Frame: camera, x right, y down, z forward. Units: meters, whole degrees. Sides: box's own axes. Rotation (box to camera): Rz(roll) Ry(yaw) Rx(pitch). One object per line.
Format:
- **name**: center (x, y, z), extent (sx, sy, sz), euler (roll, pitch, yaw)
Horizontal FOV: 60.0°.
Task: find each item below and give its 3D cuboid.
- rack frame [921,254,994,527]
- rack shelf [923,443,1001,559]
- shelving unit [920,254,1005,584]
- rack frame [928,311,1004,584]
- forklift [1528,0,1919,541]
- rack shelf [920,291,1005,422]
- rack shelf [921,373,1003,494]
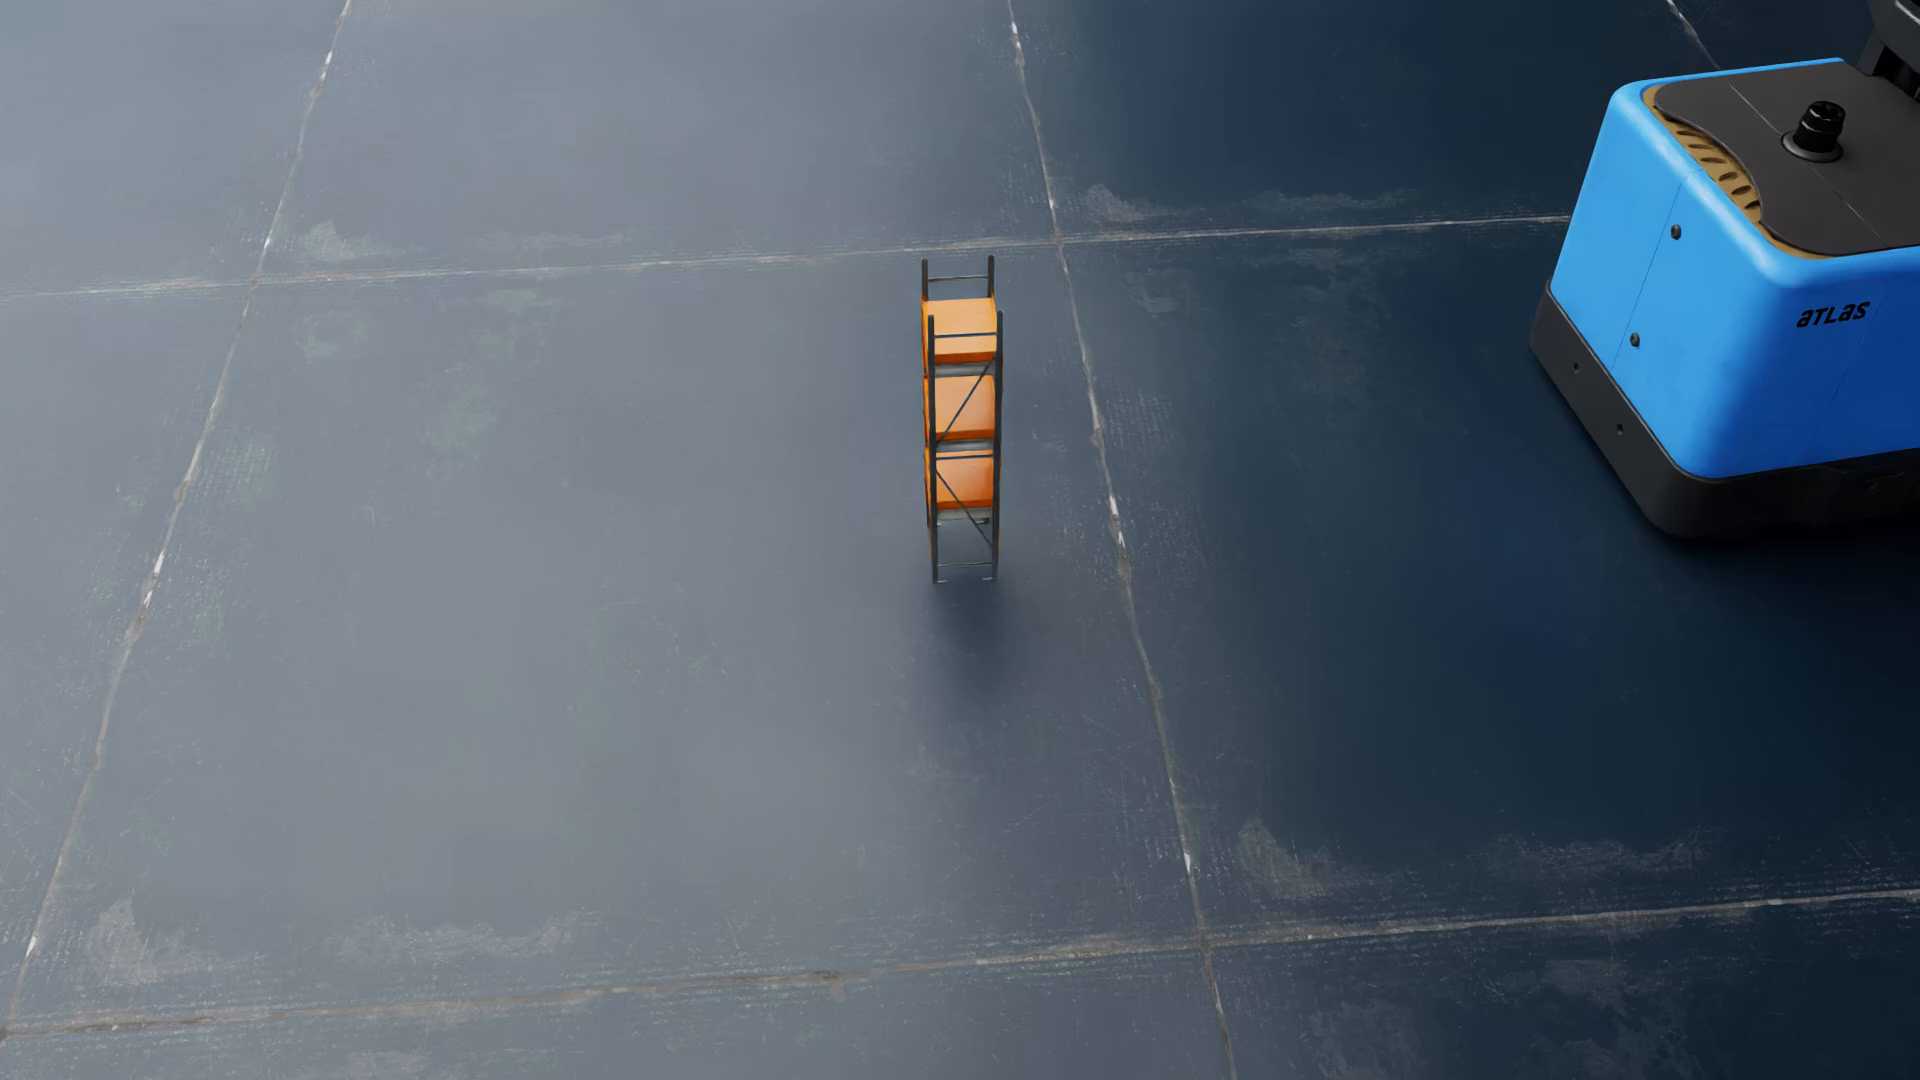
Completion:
- **rack frame**: center (-0.006, -0.411, 4.916), extent (0.200, 1.050, 0.008), euler (-3, 47, -3)
- **rack shelf**: center (0.004, -0.124, 5.042), extent (0.215, 0.259, 0.240), euler (-3, 47, -3)
- **shelving unit**: center (0.004, -0.322, 4.832), extent (0.215, 1.050, 0.252), euler (-3, 47, -3)
- **rack frame**: center (0.015, -0.234, 4.749), extent (0.200, 1.050, 0.008), euler (-3, 47, -3)
- **forklift**: center (3.553, -1.551, 4.700), extent (3.031, 2.935, 1.130), euler (-9, 47, -8)
- **rack shelf**: center (0.004, -0.510, 4.634), extent (0.215, 0.259, 0.240), euler (-3, 47, -3)
- **rack shelf**: center (0.004, -0.315, 4.840), extent (0.215, 0.259, 0.240), euler (-3, 47, -3)
